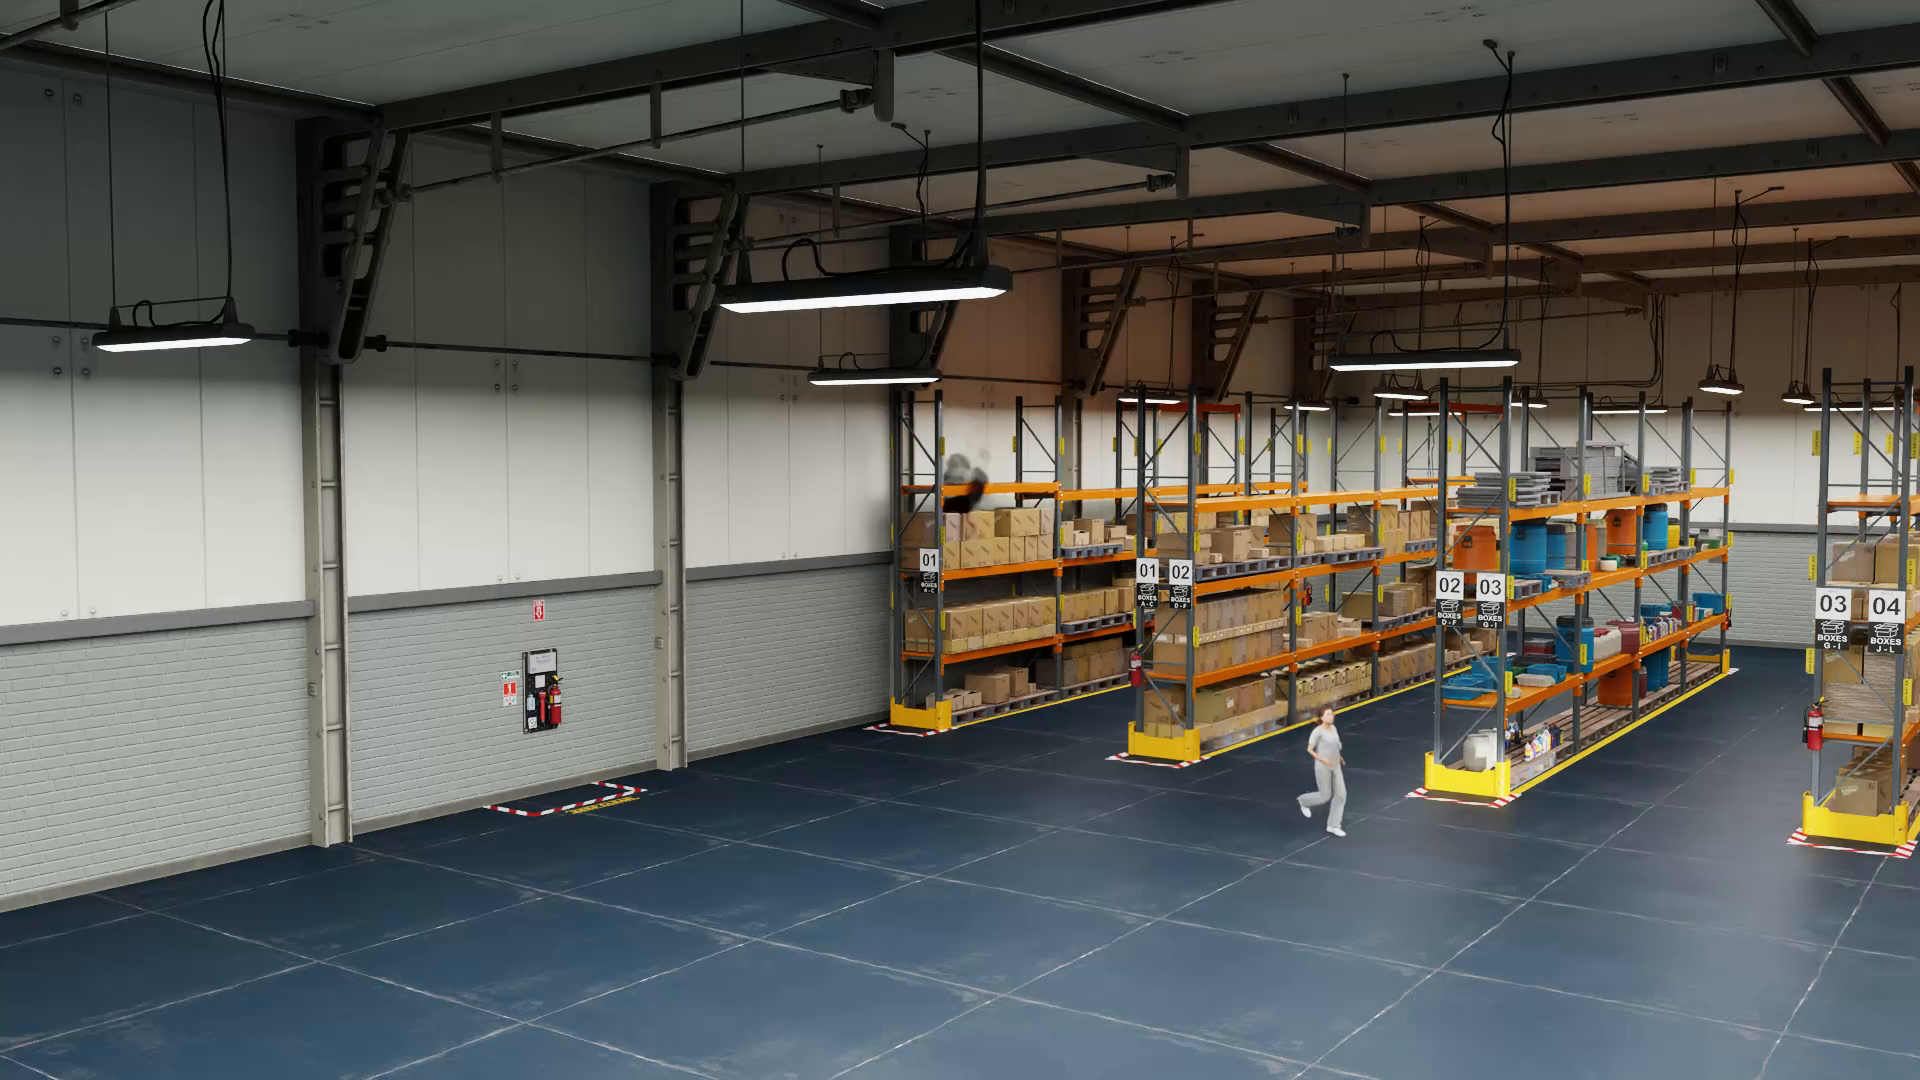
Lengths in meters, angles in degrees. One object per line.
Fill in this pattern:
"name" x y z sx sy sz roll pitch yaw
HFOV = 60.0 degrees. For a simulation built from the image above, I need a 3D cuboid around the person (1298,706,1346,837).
"person" 4.752 2.976 21.644 0.576 1.652 0.809 -2 4 -31
